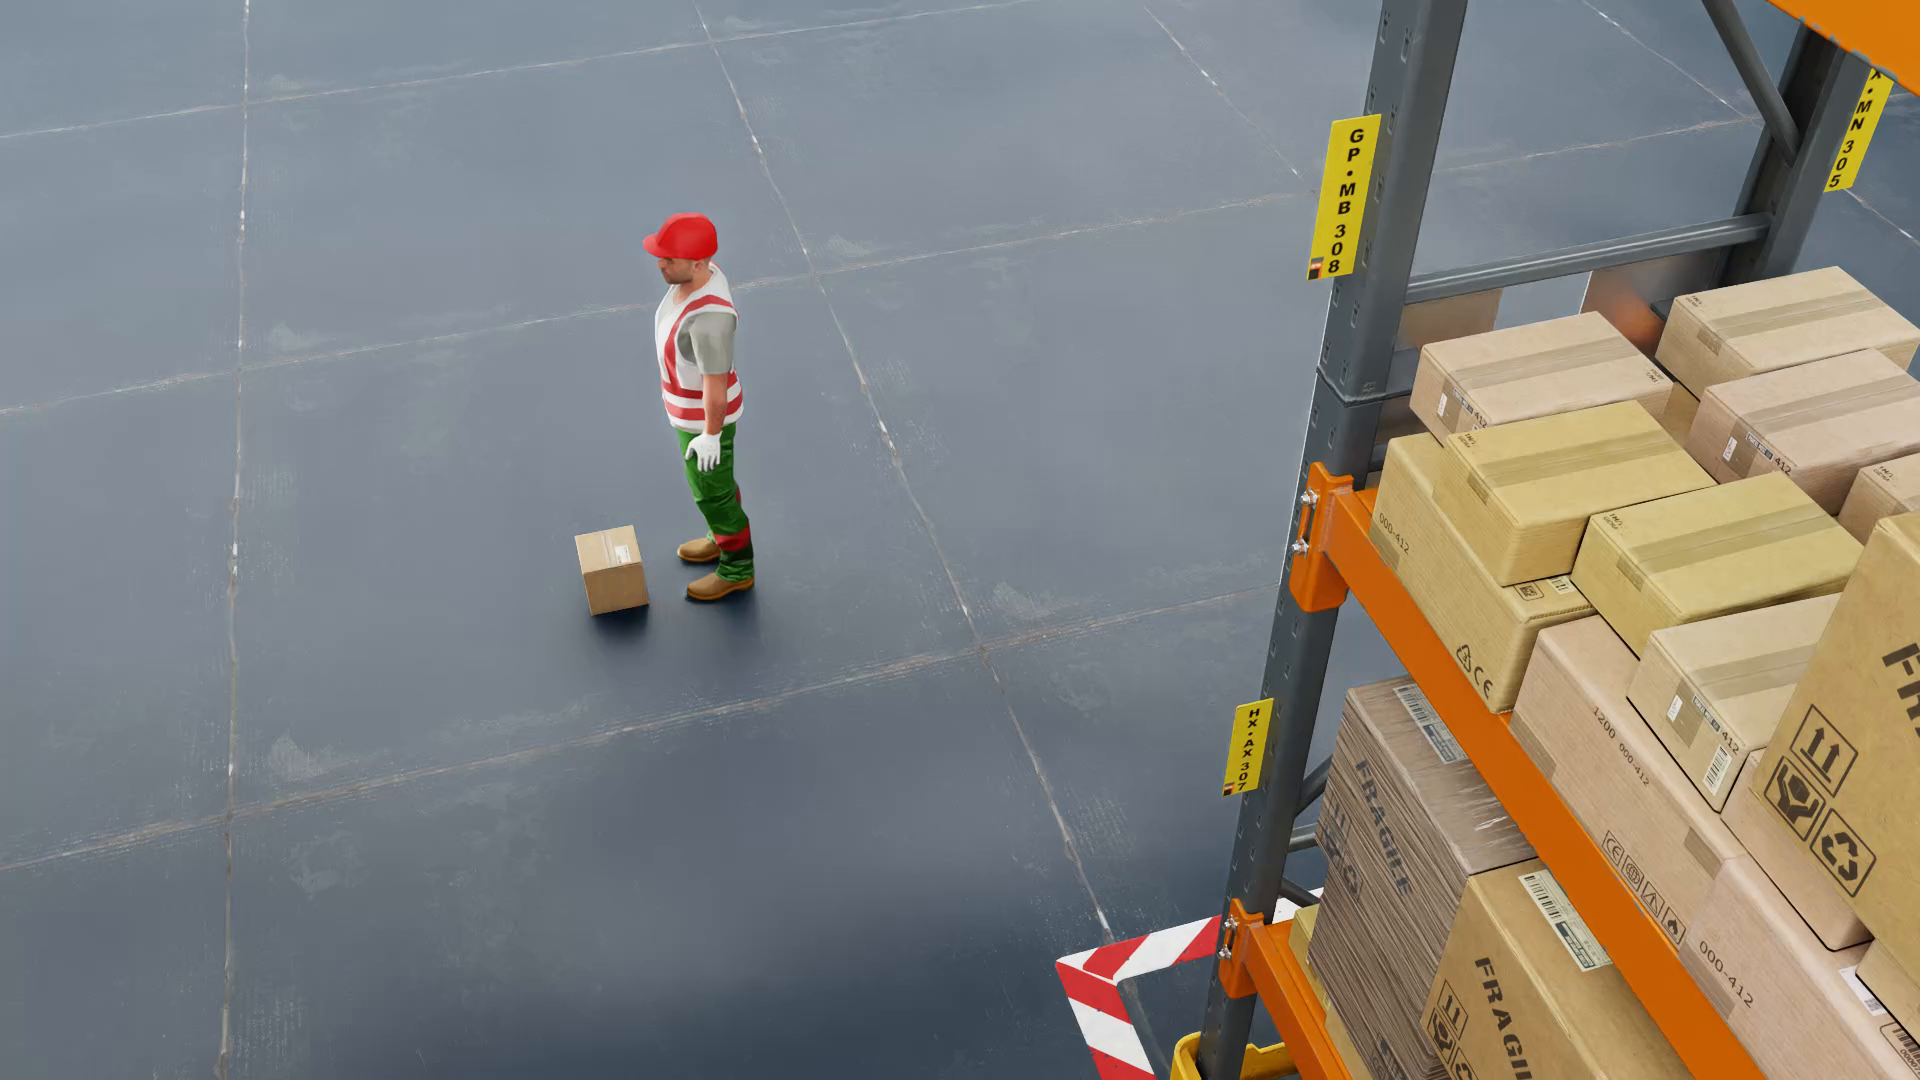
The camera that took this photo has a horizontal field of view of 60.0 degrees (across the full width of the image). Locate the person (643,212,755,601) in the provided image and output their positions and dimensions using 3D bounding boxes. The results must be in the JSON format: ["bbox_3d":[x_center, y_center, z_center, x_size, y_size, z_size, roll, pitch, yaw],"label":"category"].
[{"bbox_3d":[-1.046,-0.532,6.733,0.354,1.789,0.525,-11,43,-12],"label":"person"}]
